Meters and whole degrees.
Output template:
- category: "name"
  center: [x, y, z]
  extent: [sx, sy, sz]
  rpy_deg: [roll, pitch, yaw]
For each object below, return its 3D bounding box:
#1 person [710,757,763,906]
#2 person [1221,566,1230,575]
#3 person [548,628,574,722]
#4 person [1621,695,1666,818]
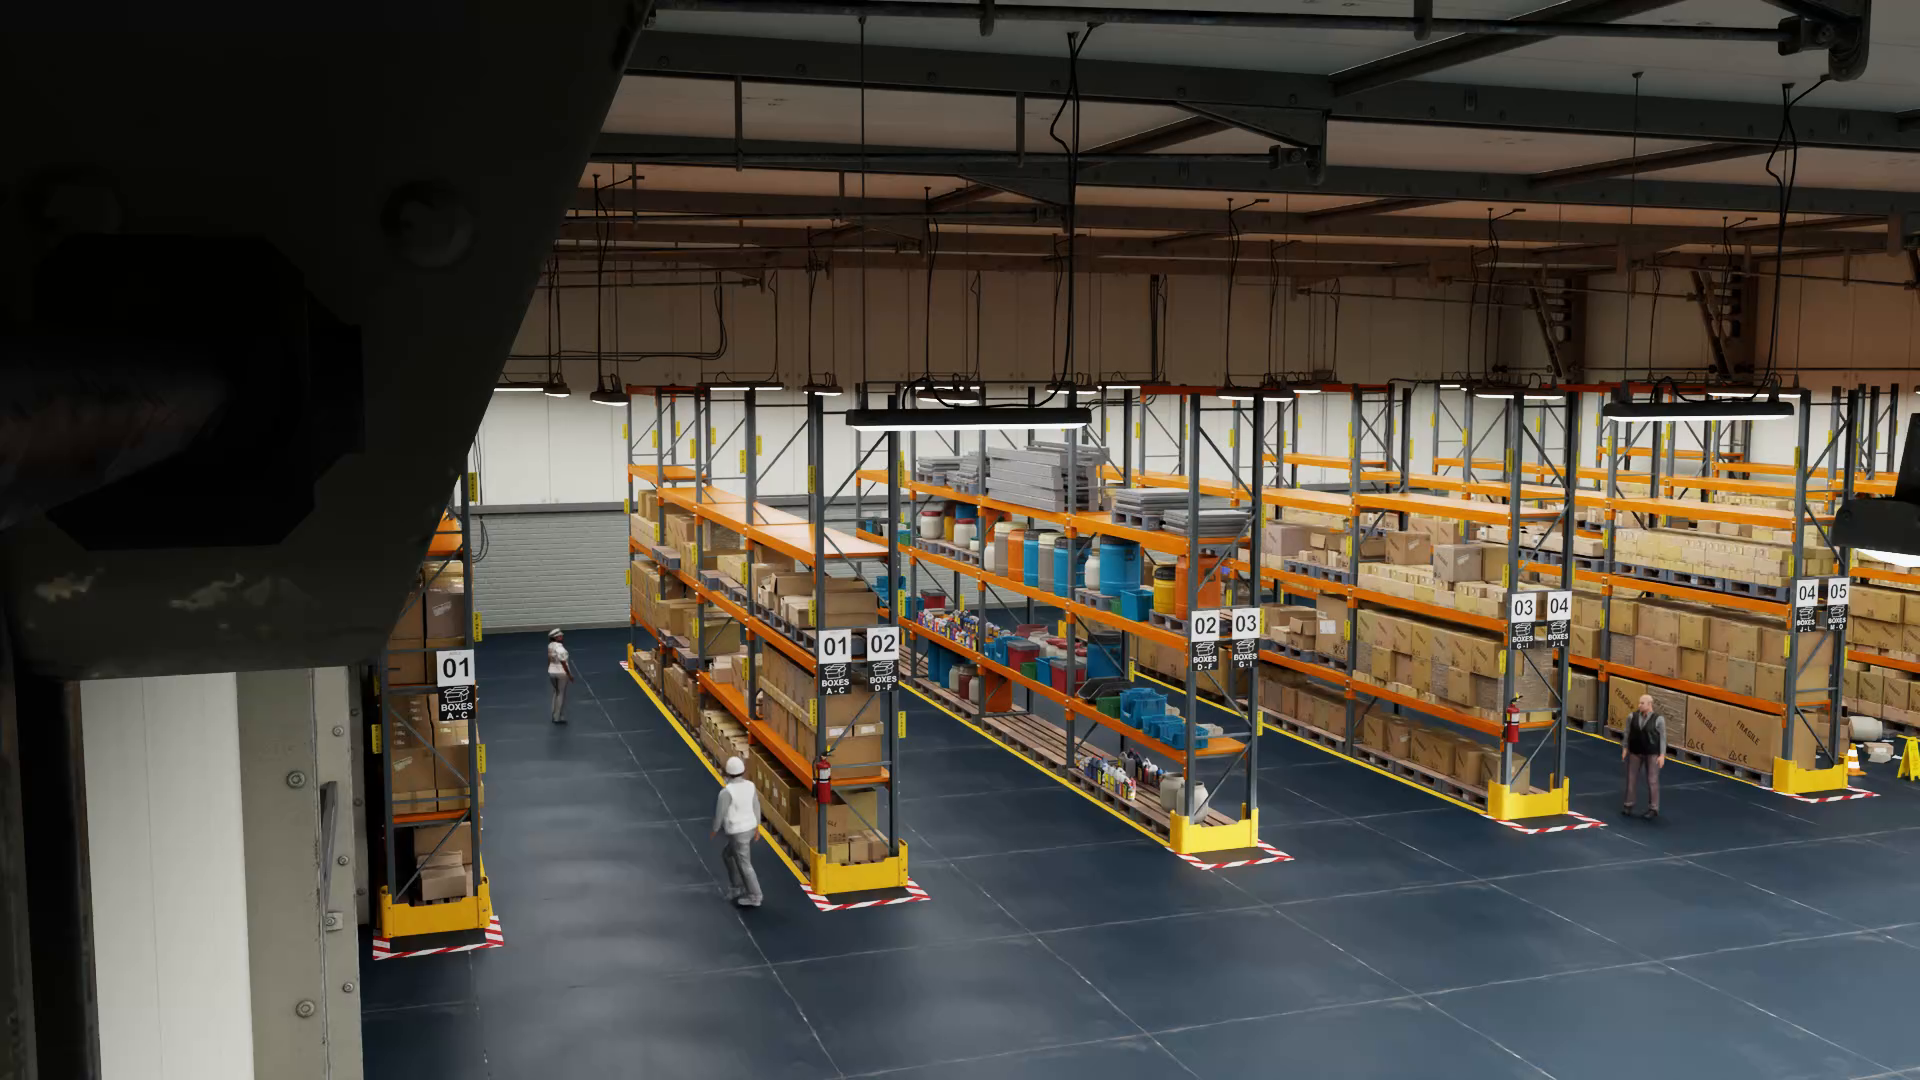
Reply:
- category: "person"
  center: [-2.622, 3.454, 19.614]
  extent: [0.648, 1.819, 0.492]
  rpy_deg: [1, 6, 13]
- category: "person"
  center: [6.662, 1.210, 41.567]
  extent: [0.434, 1.663, 0.414]
  rpy_deg: [3, 7, 28]
- category: "person"
  center: [-7.160, 2.419, 29.805]
  extent: [0.492, 1.726, 0.462]
  rpy_deg: [2, 6, 22]
- category: "person"
  center: [9.639, 3.040, 23.491]
  extent: [0.582, 1.724, 0.444]
  rpy_deg: [5, 7, 37]
